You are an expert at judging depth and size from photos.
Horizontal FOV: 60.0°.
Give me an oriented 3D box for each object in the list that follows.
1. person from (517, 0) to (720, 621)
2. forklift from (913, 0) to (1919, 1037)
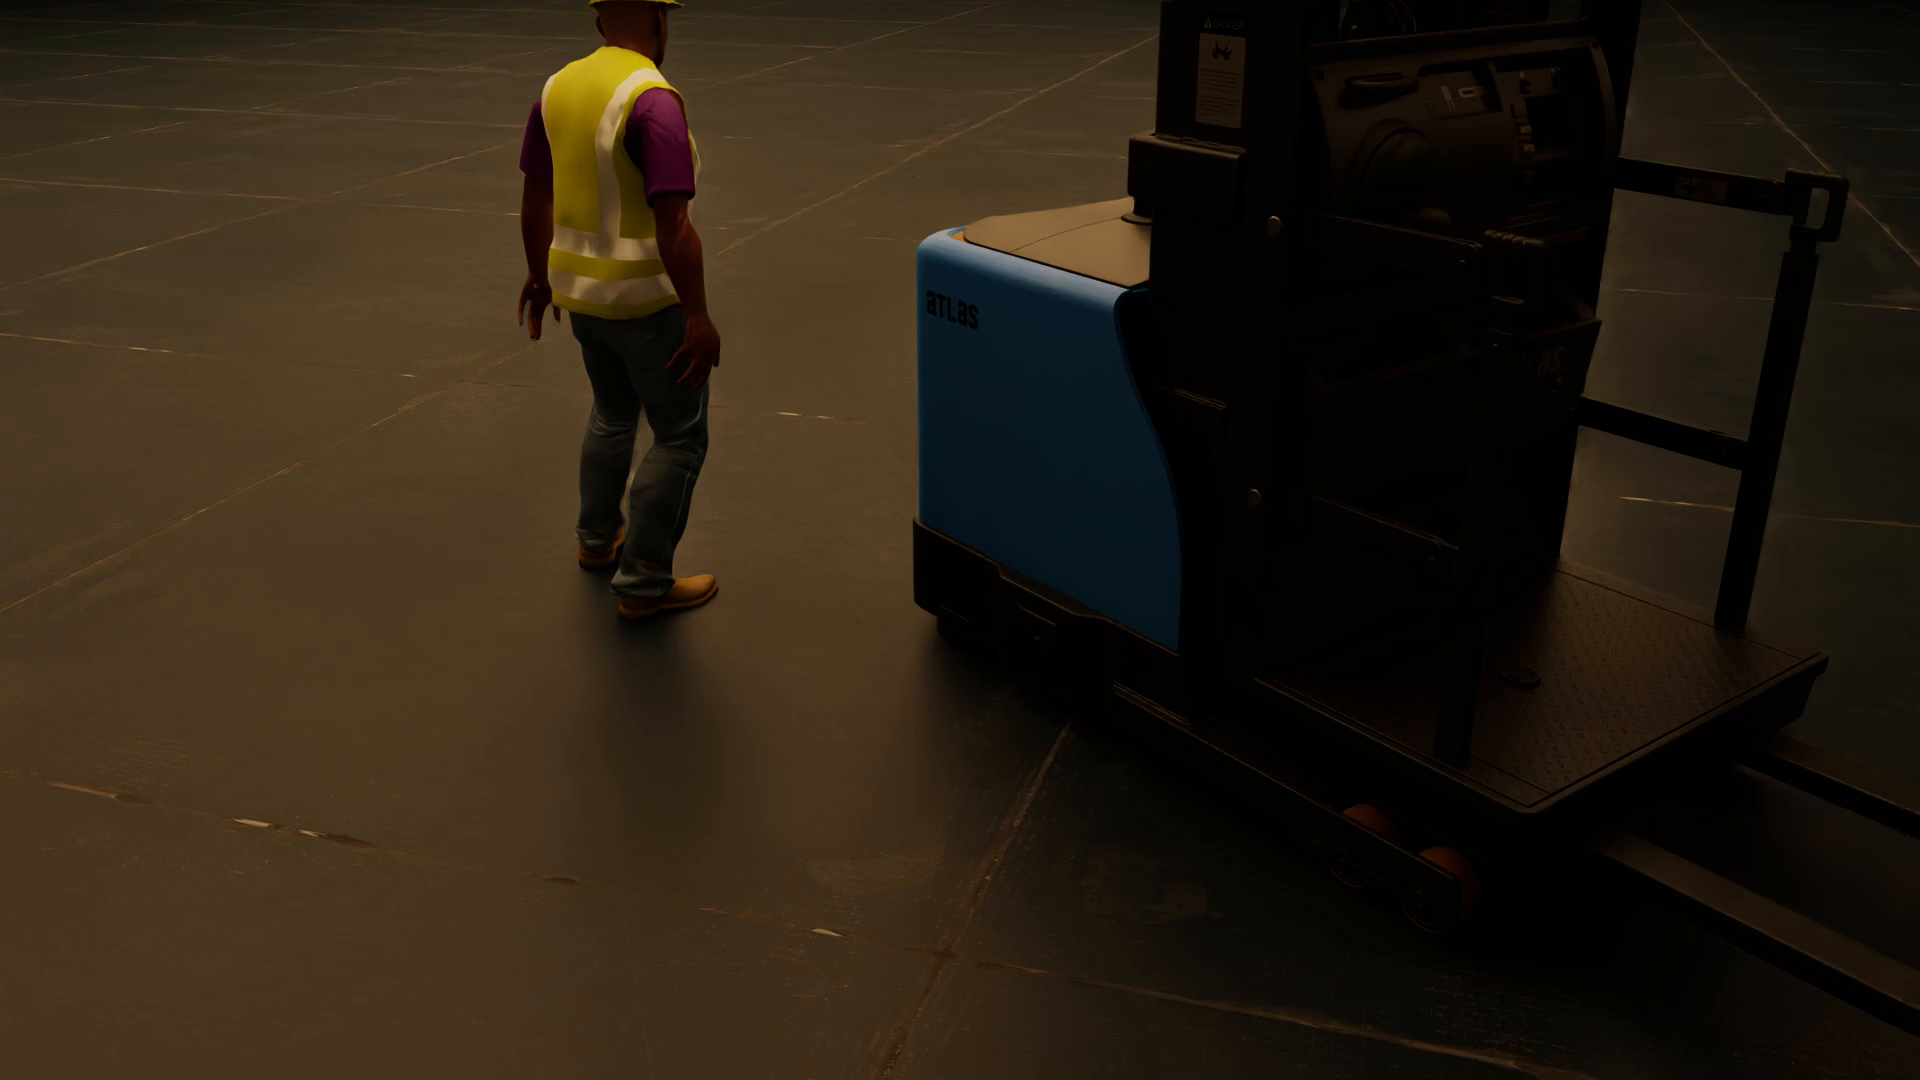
[{"bbox_3d":[-0.872,-0.668,4.479,0.881,1.733,0.456,20,29,39],"label":"person"},{"bbox_3d":[1.165,-0.798,3.213,1.130,2.935,3.031,-16,27,-34],"label":"forklift"}]
